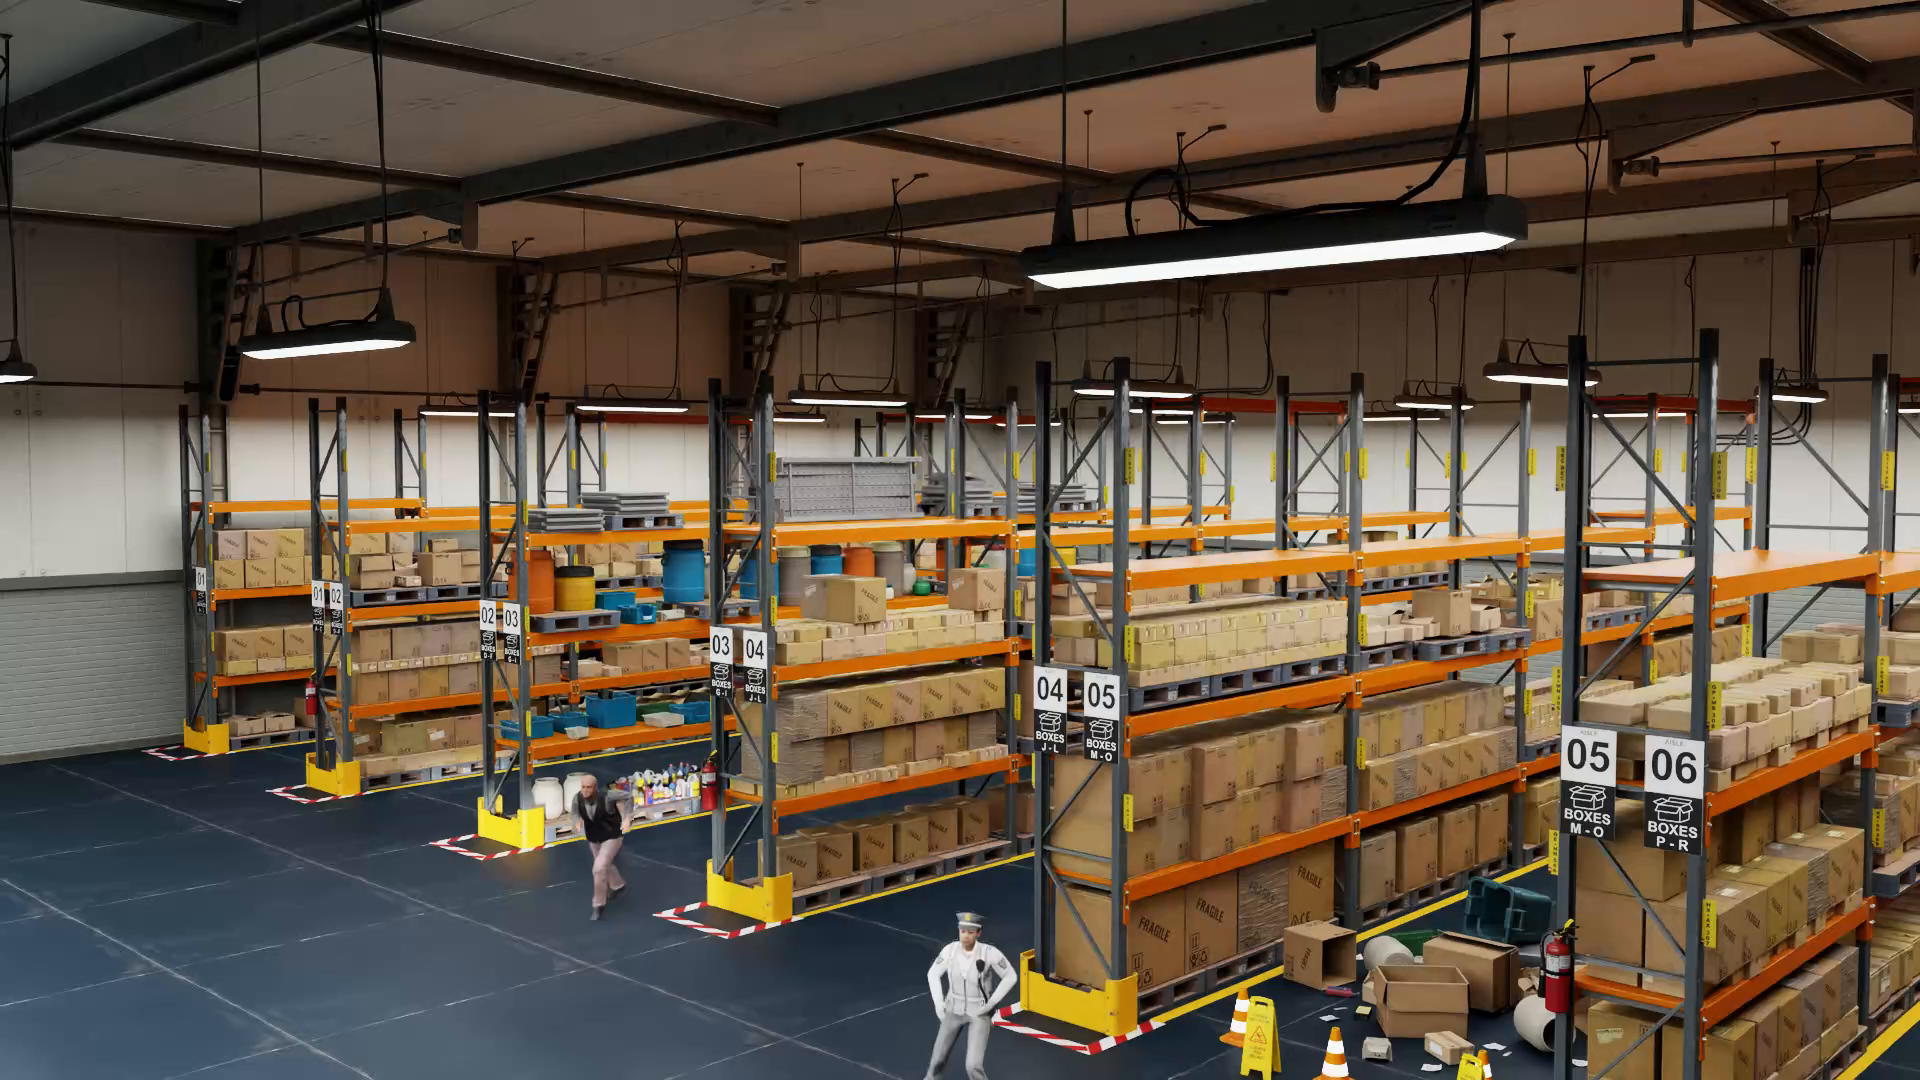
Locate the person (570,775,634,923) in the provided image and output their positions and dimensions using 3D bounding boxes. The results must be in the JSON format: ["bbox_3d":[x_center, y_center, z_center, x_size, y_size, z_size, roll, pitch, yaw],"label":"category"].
[{"bbox_3d":[-3.962,3.395,18.621,0.701,1.673,0.994,1,3,14],"label":"person"}]

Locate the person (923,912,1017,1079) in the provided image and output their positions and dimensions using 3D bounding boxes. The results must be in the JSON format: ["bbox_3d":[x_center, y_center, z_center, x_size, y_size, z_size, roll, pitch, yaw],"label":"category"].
[{"bbox_3d":[0.022,3.674,12.864,0.841,1.688,0.713,1,3,14],"label":"person"}]
